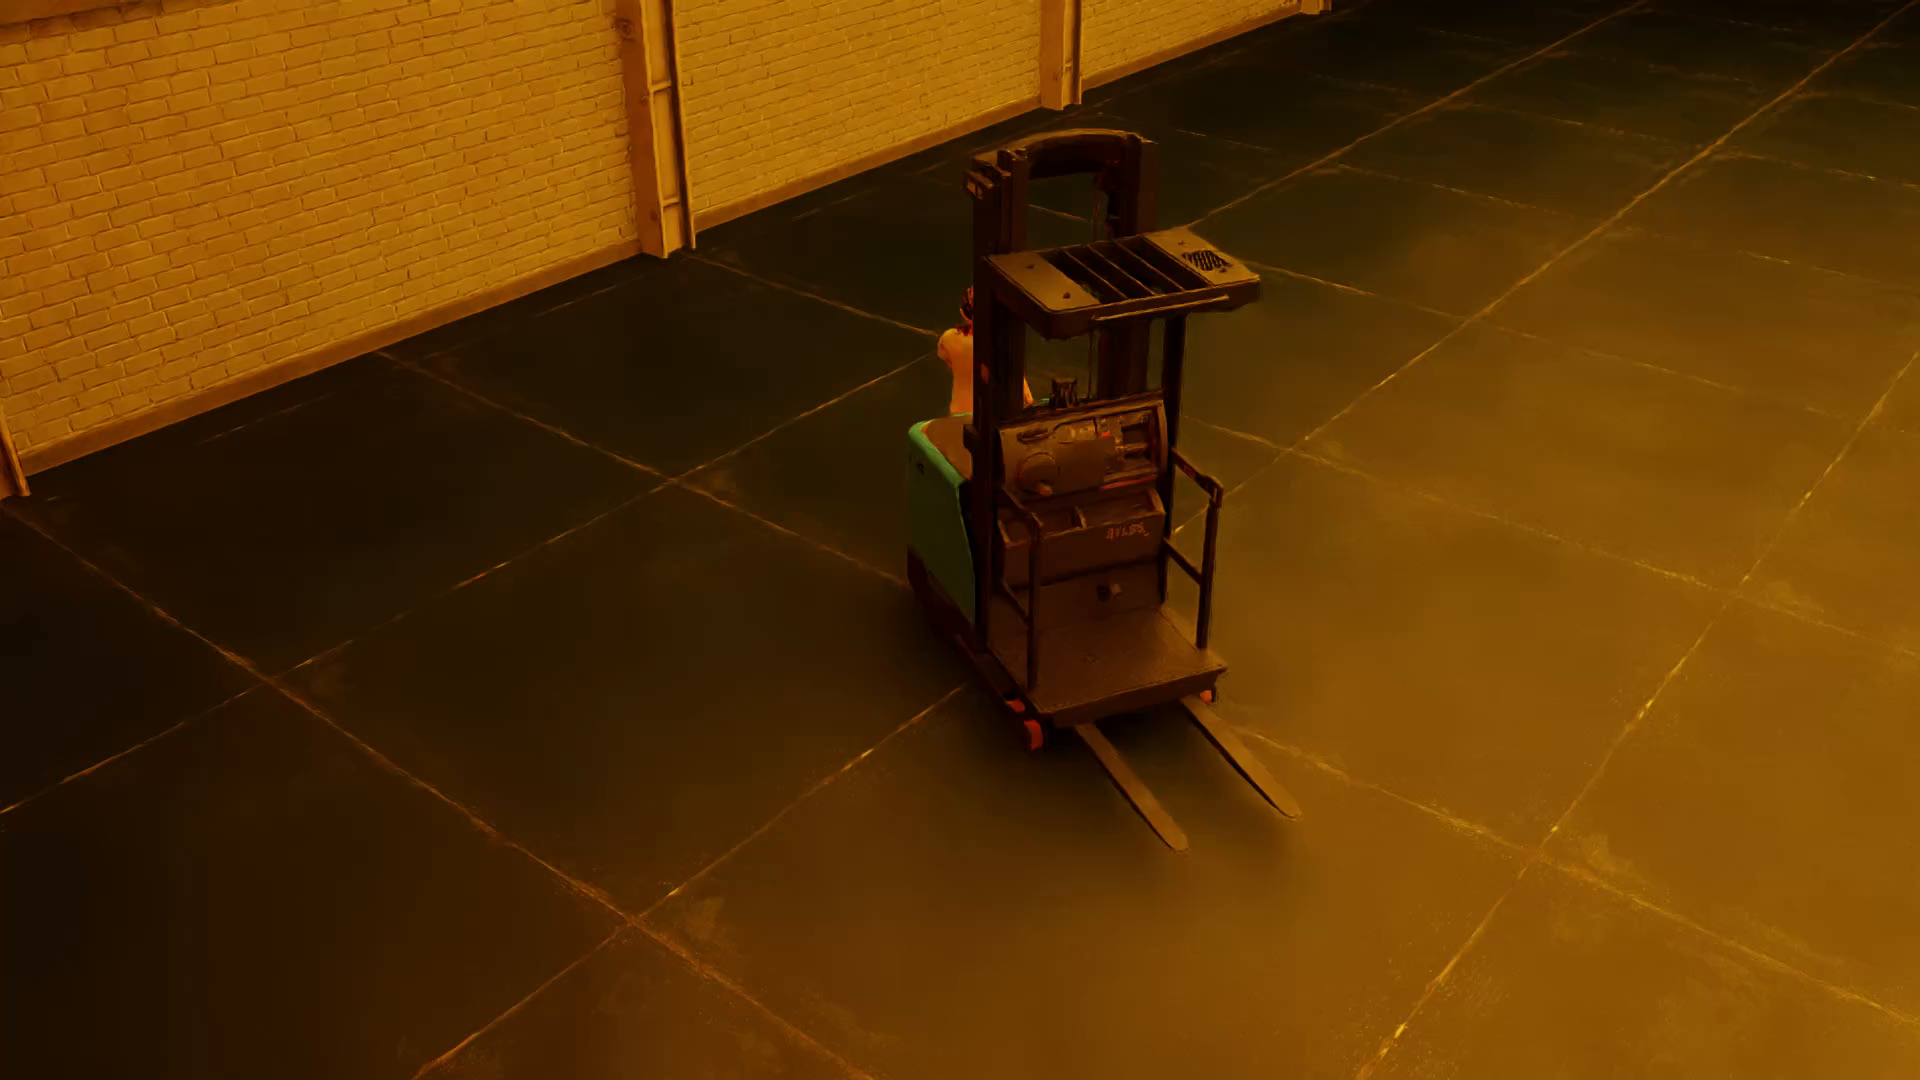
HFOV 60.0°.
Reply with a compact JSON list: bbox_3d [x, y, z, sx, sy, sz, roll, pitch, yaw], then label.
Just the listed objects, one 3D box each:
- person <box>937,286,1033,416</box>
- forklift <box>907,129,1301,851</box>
[{"bbox_3d":[0.196,-0.847,10.402,0.738,1.604,0.552,16,34,25],"label":"person"},{"bbox_3d":[0.719,-0.417,8.309,1.130,2.935,3.031,-12,32,-20],"label":"forklift"}]
